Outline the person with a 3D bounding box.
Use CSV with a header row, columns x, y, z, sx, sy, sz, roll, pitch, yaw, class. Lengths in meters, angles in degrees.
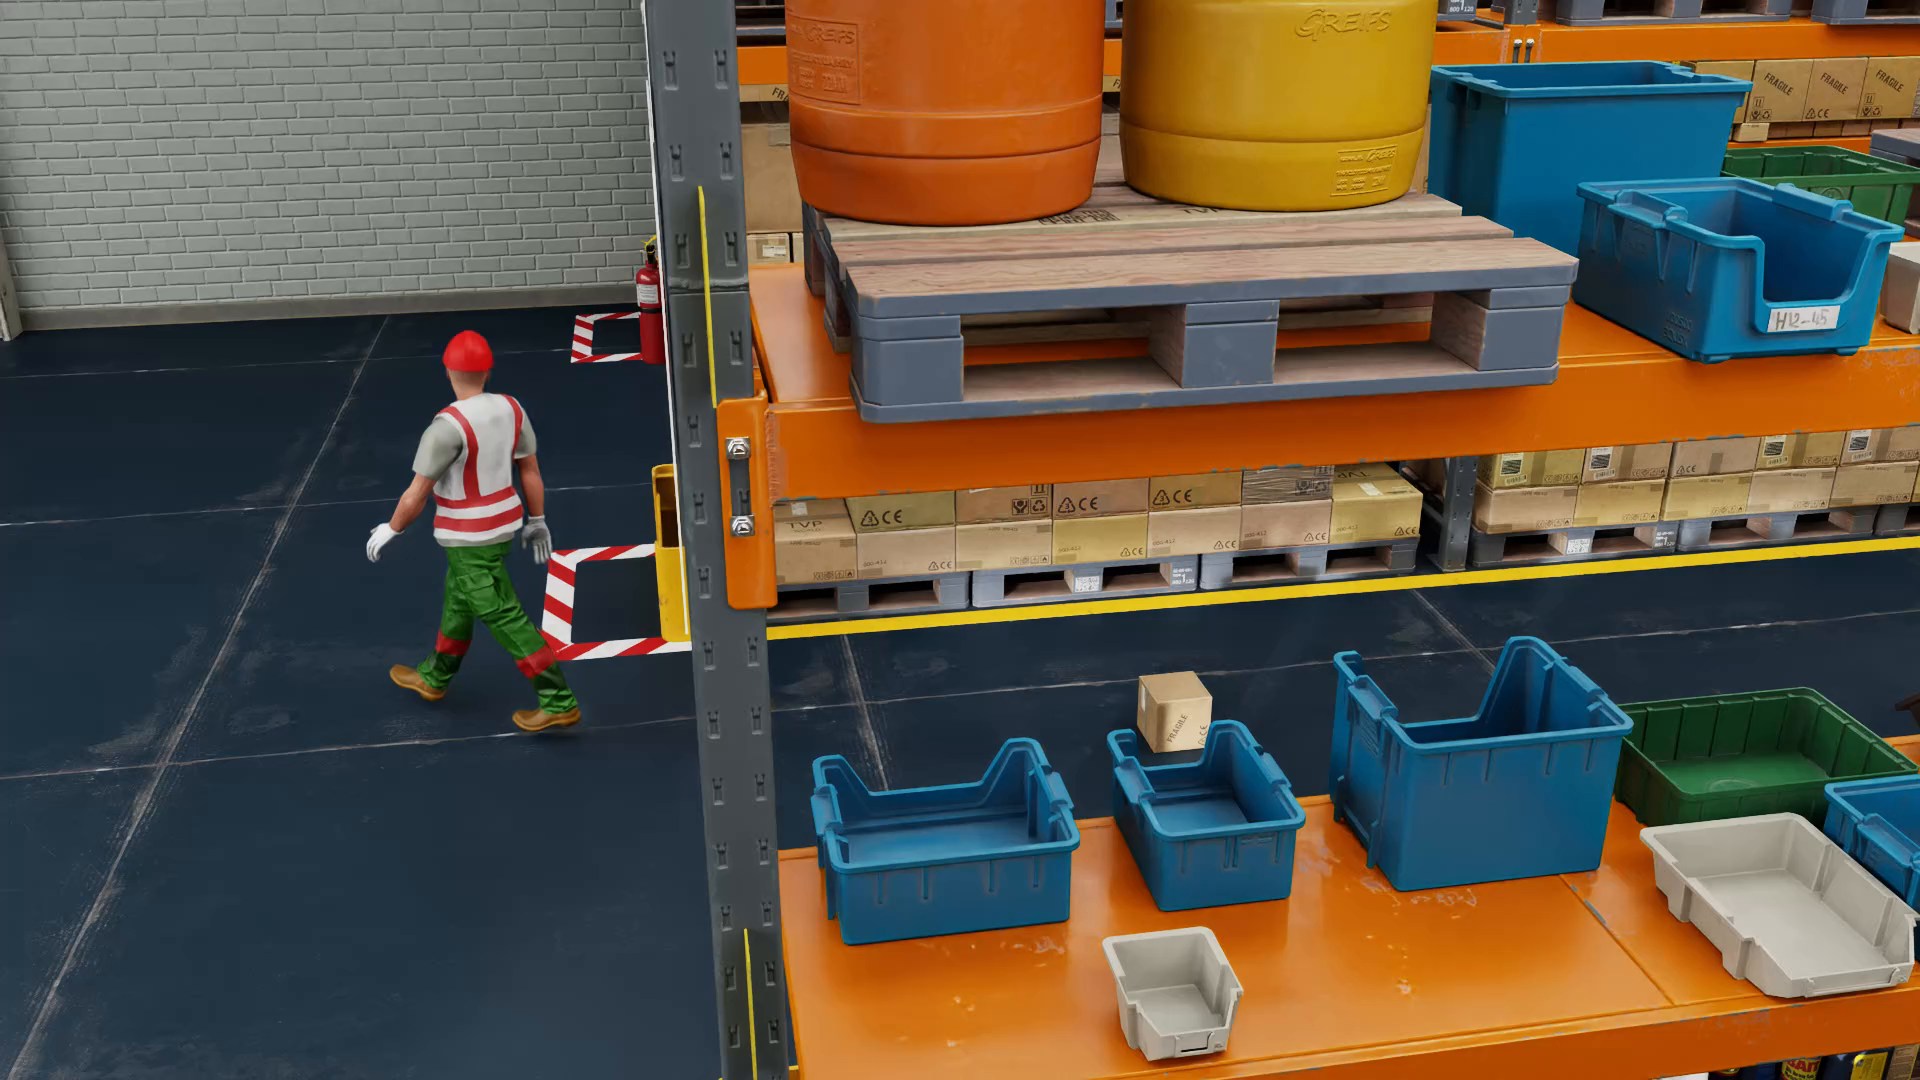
x,y,z,sx,sy,sz,roll,pitch,yaw,class
-2.137,-0.034,7.145,1.051,1.738,0.615,8,24,18,person
